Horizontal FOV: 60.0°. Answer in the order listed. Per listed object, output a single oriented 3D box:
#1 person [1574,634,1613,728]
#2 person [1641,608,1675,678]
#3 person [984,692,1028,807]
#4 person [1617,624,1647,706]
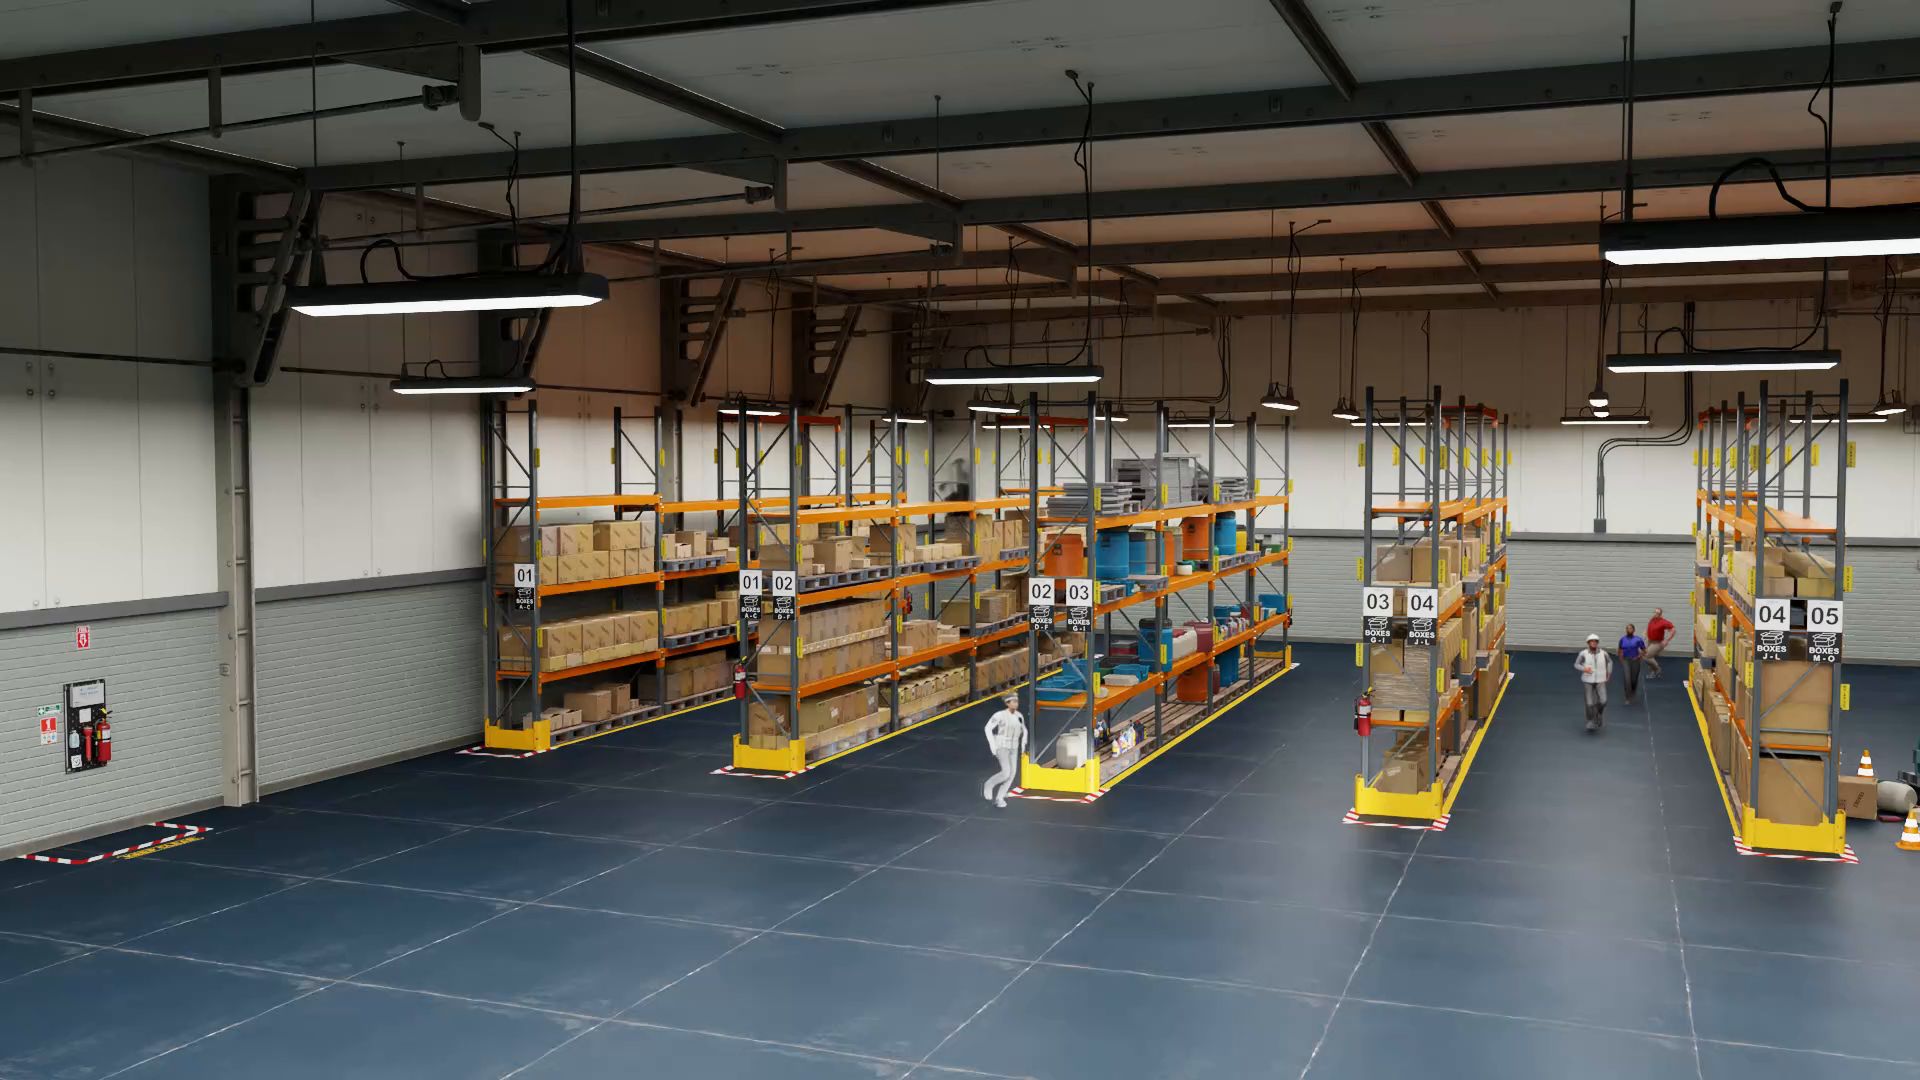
[{"bbox_3d":[11.688,2.607,30.639,0.711,1.742,0.583,1,3,11],"label":"person"},{"bbox_3d":[15.712,2.341,37.551,0.609,1.635,0.805,0,3,-10],"label":"person"},{"bbox_3d":[0.704,3.002,23.990,0.650,1.633,0.505,-2,3,-34],"label":"person"},{"bbox_3d":[13.655,2.531,33.826,0.576,1.647,0.672,2,3,31],"label":"person"}]
